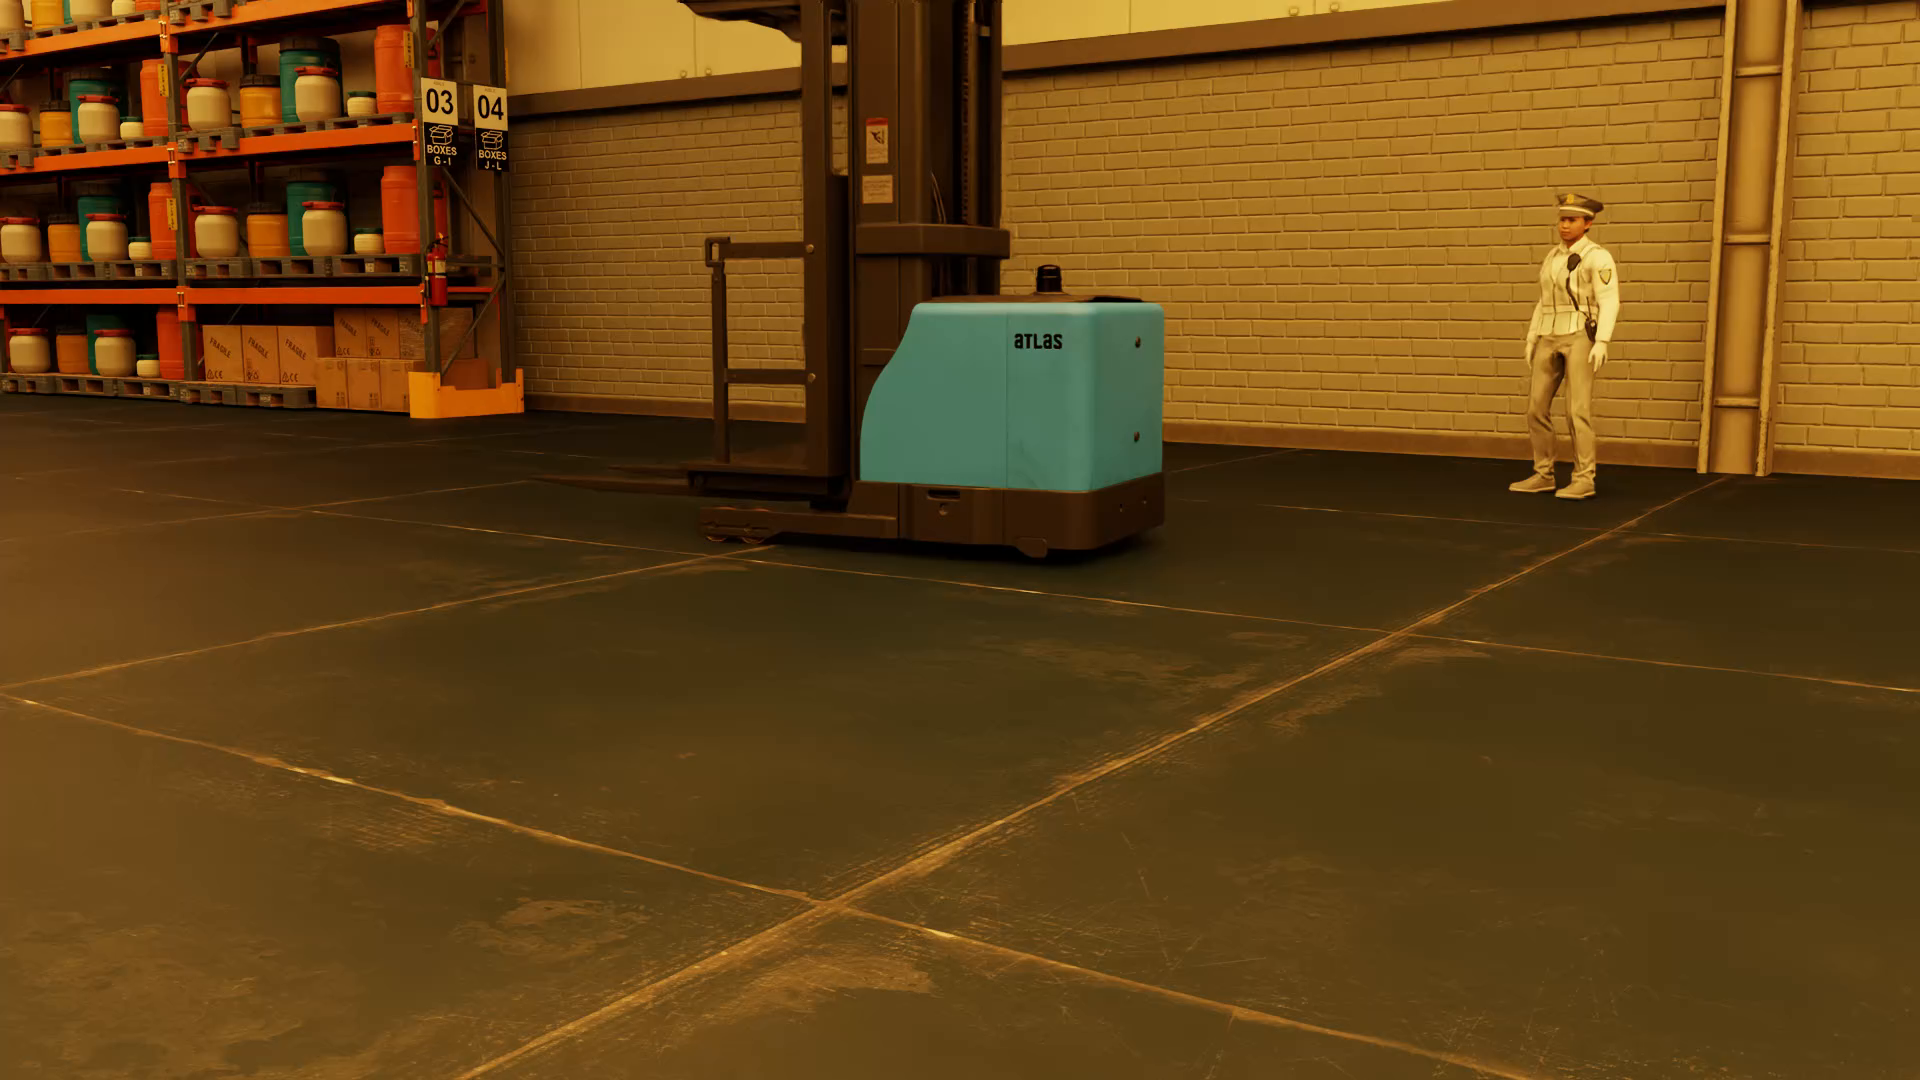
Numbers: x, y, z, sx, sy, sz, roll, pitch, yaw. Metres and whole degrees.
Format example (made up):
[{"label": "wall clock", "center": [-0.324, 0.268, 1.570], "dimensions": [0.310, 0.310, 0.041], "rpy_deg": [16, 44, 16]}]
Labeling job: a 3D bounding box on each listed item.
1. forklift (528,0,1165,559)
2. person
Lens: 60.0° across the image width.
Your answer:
[{"label": "forklift", "center": [-0.621, -1.491, 7.676], "dimensions": [3.031, 2.935, 1.130], "rpy_deg": [4, 9, 25]}, {"label": "person", "center": [3.386, -1.086, 9.299], "dimensions": [0.379, 1.676, 0.632], "rpy_deg": [-4, 9, -26]}]
